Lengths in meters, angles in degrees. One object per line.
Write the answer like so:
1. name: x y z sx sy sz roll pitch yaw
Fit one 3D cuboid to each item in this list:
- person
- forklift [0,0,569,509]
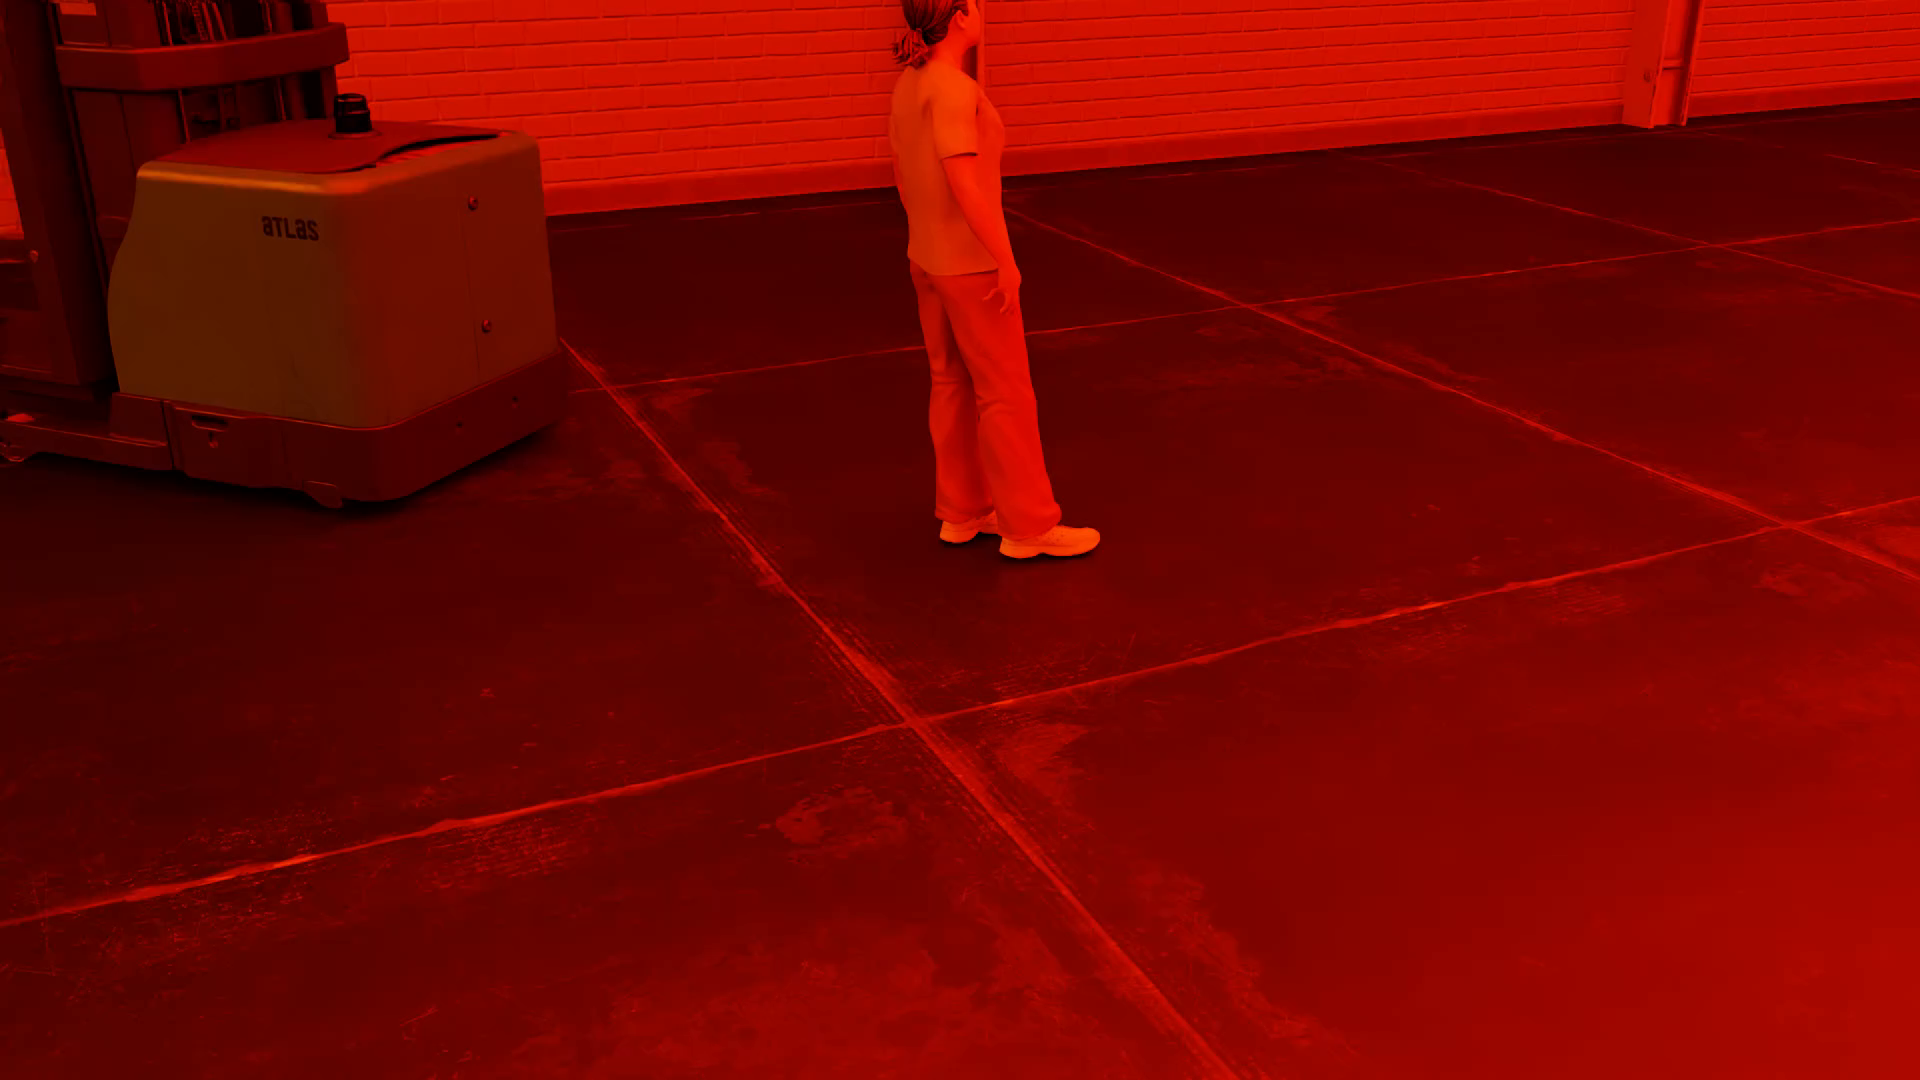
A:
1. person: 0.072 -0.789 4.802 0.548 1.673 0.554 -10 25 -23
2. forklift: -2.987 -1.798 5.615 3.031 2.935 1.130 9 24 20
